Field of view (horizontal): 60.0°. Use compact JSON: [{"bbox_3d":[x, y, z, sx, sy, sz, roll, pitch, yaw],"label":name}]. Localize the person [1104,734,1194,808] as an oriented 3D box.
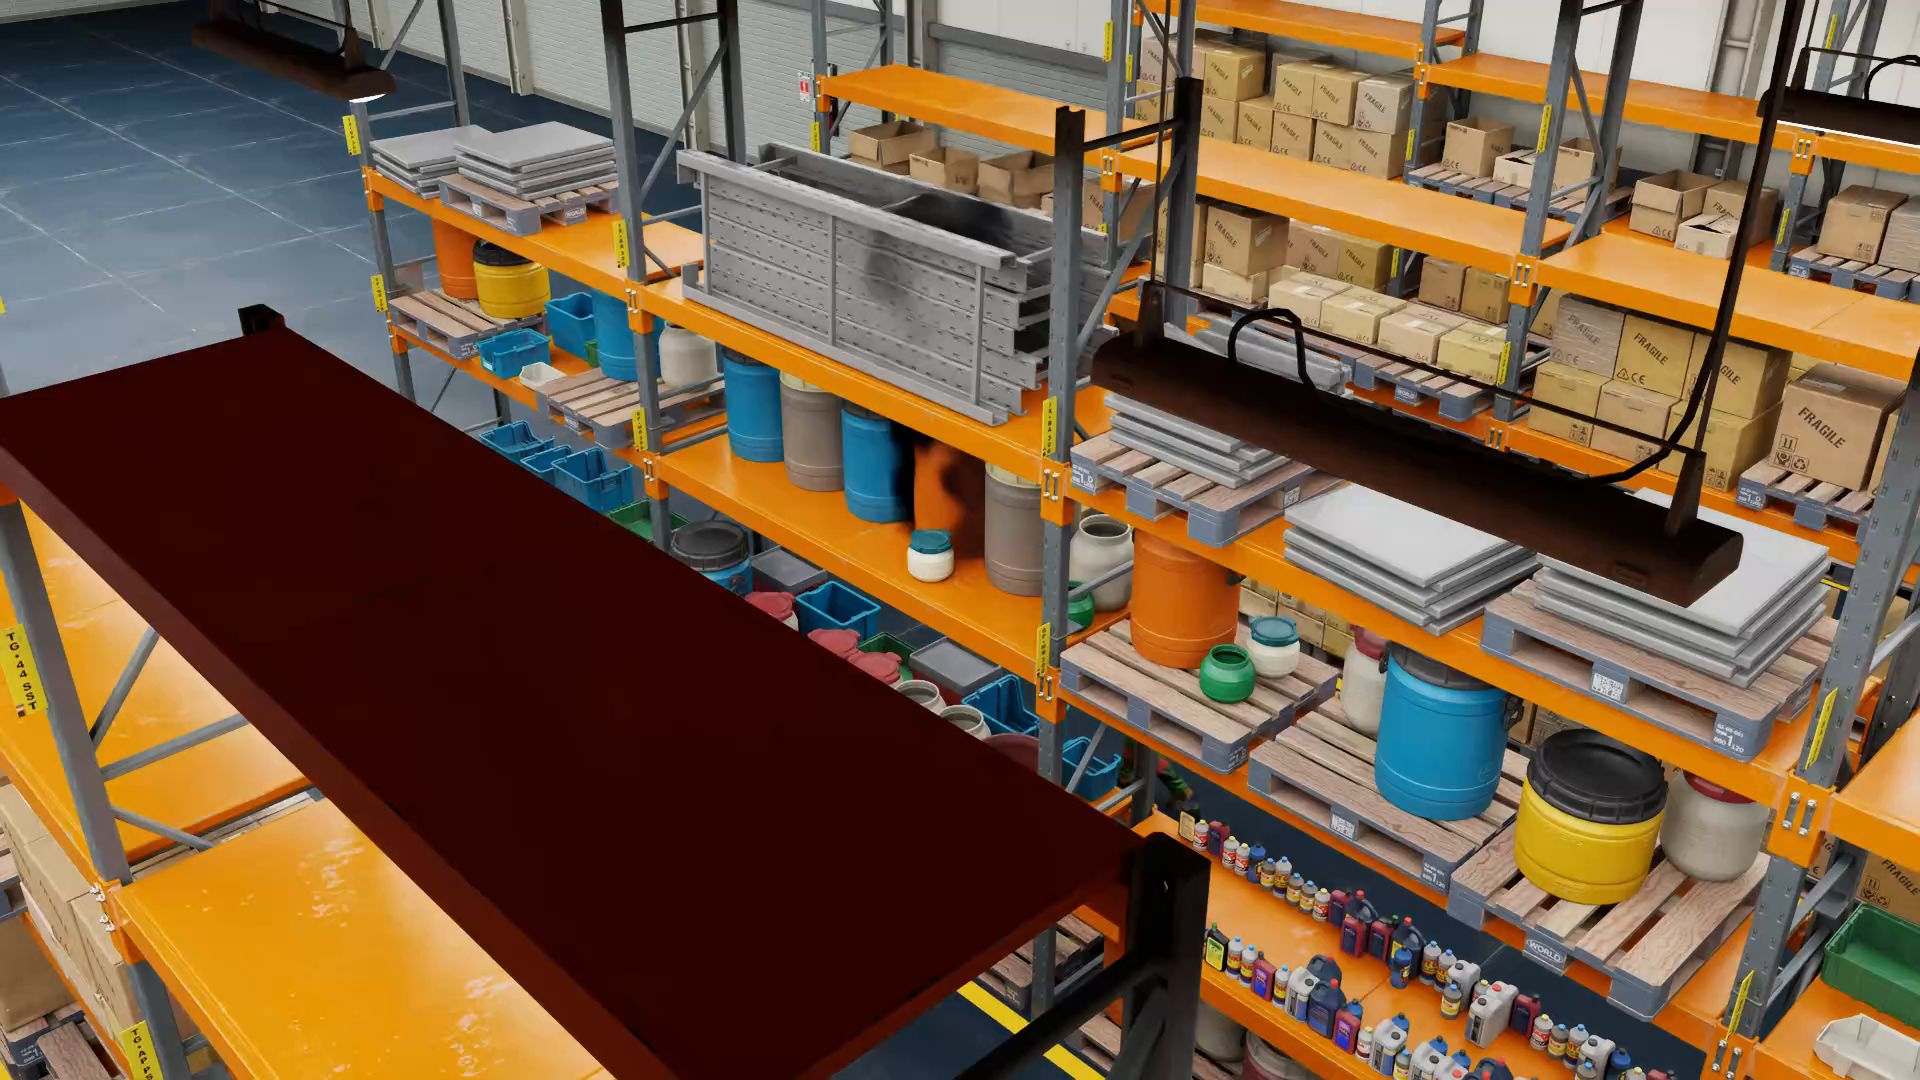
[{"bbox_3d":[1.455,1.226,12.676,0.963,1.768,0.667,23,36,36],"label":"person"}]
